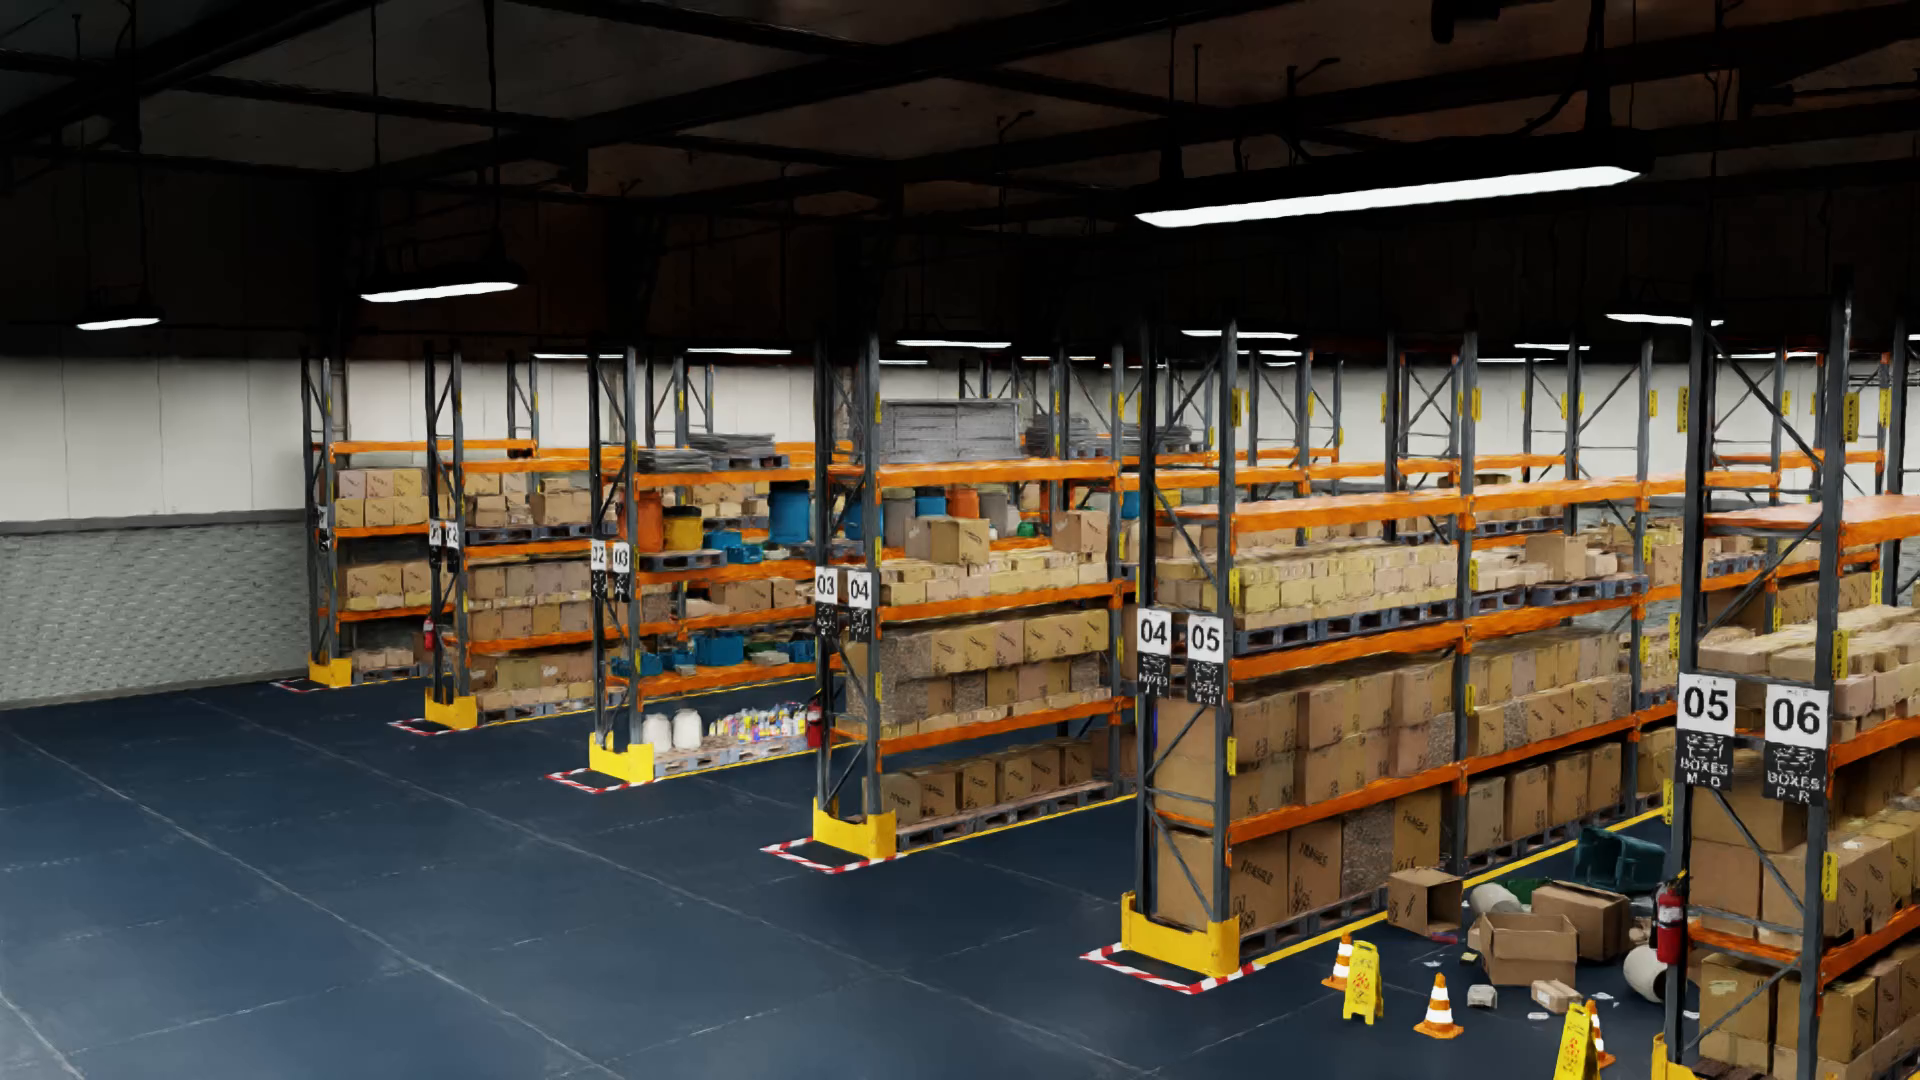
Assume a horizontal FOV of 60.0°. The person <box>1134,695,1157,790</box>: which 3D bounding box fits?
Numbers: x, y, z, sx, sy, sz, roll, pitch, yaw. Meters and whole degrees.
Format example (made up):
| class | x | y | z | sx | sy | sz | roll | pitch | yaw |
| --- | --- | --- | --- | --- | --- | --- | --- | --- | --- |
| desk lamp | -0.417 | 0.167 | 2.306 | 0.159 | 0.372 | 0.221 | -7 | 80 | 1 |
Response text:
| class | x | y | z | sx | sy | sz | roll | pitch | yaw |
| --- | --- | --- | --- | --- | --- | --- | --- | --- | --- |
| person | 2.366 | 2.605 | 20.117 | 0.513 | 1.604 | 0.592 | -5 | 7 | -45 |
